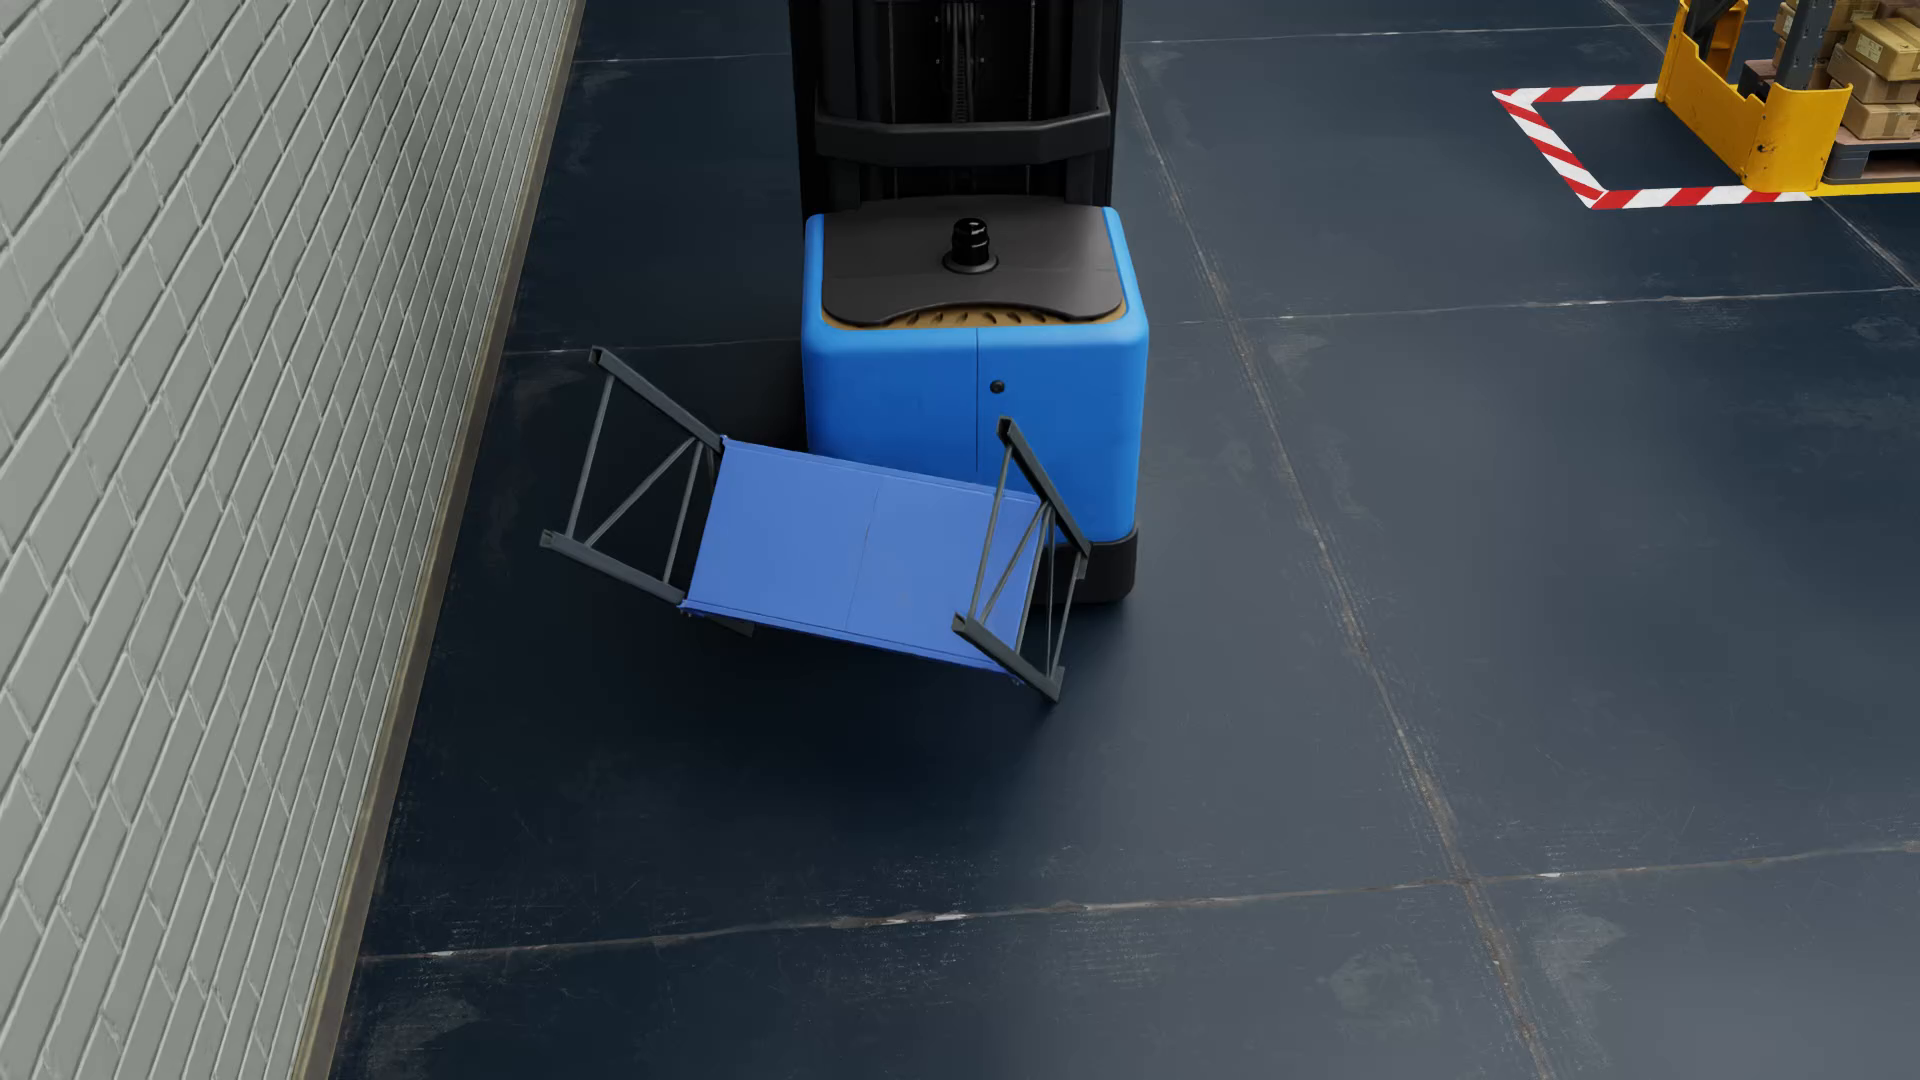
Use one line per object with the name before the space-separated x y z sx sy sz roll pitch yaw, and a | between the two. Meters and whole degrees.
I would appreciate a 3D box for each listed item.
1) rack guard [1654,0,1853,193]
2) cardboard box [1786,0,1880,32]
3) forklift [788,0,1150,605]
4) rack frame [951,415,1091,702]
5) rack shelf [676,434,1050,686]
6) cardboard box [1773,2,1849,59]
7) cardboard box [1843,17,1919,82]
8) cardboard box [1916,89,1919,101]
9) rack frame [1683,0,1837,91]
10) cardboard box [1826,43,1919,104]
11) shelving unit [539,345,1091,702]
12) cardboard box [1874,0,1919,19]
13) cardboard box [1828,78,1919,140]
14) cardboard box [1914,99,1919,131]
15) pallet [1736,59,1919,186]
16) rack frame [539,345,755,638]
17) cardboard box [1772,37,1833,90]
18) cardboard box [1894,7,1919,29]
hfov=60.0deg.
rack guard | 3.845 -2.194 8.127 0.348 0.500 1.175 -3 38 -4
cardboard box | 4.275 -2.635 8.151 0.250 0.149 0.380 -3 38 -3
forklift | -0.027 -1.816 5.685 1.130 2.935 3.031 -2 38 -2
rack frame | 0.195 0.108 4.438 0.032 1.500 0.500 11 81 13
rack shelf | -0.256 0.051 4.728 1.000 0.185 0.538 11 81 13
cardboard box | 4.270 -2.538 8.268 0.250 0.149 0.380 -4 38 -5
cardboard box | 4.322 -2.269 7.687 0.250 0.149 0.380 -5 39 -6
cardboard box | 4.592 -2.184 7.819 0.250 0.149 0.380 -3 38 -4
rack frame | 3.770 -3.171 7.347 0.127 3.000 1.000 -3 38 -4
cardboard box | 4.314 -2.204 7.844 0.250 0.149 0.380 -2 38 -2
shelving unit | -0.291 0.016 4.555 1.048 1.500 0.538 11 81 13
cardboard box | 4.530 -2.614 8.123 0.250 0.149 0.380 -2 38 -3
cardboard box | 4.320 -2.048 7.886 0.250 0.149 0.380 -2 38 -3
cardboard box | 4.573 -2.113 7.968 0.250 0.149 0.380 -3 38 -4
pallet | 4.658 -2.103 8.245 1.213 0.211 1.003 -3 38 -4
rack frame | -0.777 -0.076 4.672 0.032 1.500 0.500 11 81 13
cardboard box | 4.276 -2.374 8.300 0.250 0.149 0.380 -3 38 -3
cardboard box | 4.586 -2.359 7.800 0.250 0.149 0.380 -2 38 -3
